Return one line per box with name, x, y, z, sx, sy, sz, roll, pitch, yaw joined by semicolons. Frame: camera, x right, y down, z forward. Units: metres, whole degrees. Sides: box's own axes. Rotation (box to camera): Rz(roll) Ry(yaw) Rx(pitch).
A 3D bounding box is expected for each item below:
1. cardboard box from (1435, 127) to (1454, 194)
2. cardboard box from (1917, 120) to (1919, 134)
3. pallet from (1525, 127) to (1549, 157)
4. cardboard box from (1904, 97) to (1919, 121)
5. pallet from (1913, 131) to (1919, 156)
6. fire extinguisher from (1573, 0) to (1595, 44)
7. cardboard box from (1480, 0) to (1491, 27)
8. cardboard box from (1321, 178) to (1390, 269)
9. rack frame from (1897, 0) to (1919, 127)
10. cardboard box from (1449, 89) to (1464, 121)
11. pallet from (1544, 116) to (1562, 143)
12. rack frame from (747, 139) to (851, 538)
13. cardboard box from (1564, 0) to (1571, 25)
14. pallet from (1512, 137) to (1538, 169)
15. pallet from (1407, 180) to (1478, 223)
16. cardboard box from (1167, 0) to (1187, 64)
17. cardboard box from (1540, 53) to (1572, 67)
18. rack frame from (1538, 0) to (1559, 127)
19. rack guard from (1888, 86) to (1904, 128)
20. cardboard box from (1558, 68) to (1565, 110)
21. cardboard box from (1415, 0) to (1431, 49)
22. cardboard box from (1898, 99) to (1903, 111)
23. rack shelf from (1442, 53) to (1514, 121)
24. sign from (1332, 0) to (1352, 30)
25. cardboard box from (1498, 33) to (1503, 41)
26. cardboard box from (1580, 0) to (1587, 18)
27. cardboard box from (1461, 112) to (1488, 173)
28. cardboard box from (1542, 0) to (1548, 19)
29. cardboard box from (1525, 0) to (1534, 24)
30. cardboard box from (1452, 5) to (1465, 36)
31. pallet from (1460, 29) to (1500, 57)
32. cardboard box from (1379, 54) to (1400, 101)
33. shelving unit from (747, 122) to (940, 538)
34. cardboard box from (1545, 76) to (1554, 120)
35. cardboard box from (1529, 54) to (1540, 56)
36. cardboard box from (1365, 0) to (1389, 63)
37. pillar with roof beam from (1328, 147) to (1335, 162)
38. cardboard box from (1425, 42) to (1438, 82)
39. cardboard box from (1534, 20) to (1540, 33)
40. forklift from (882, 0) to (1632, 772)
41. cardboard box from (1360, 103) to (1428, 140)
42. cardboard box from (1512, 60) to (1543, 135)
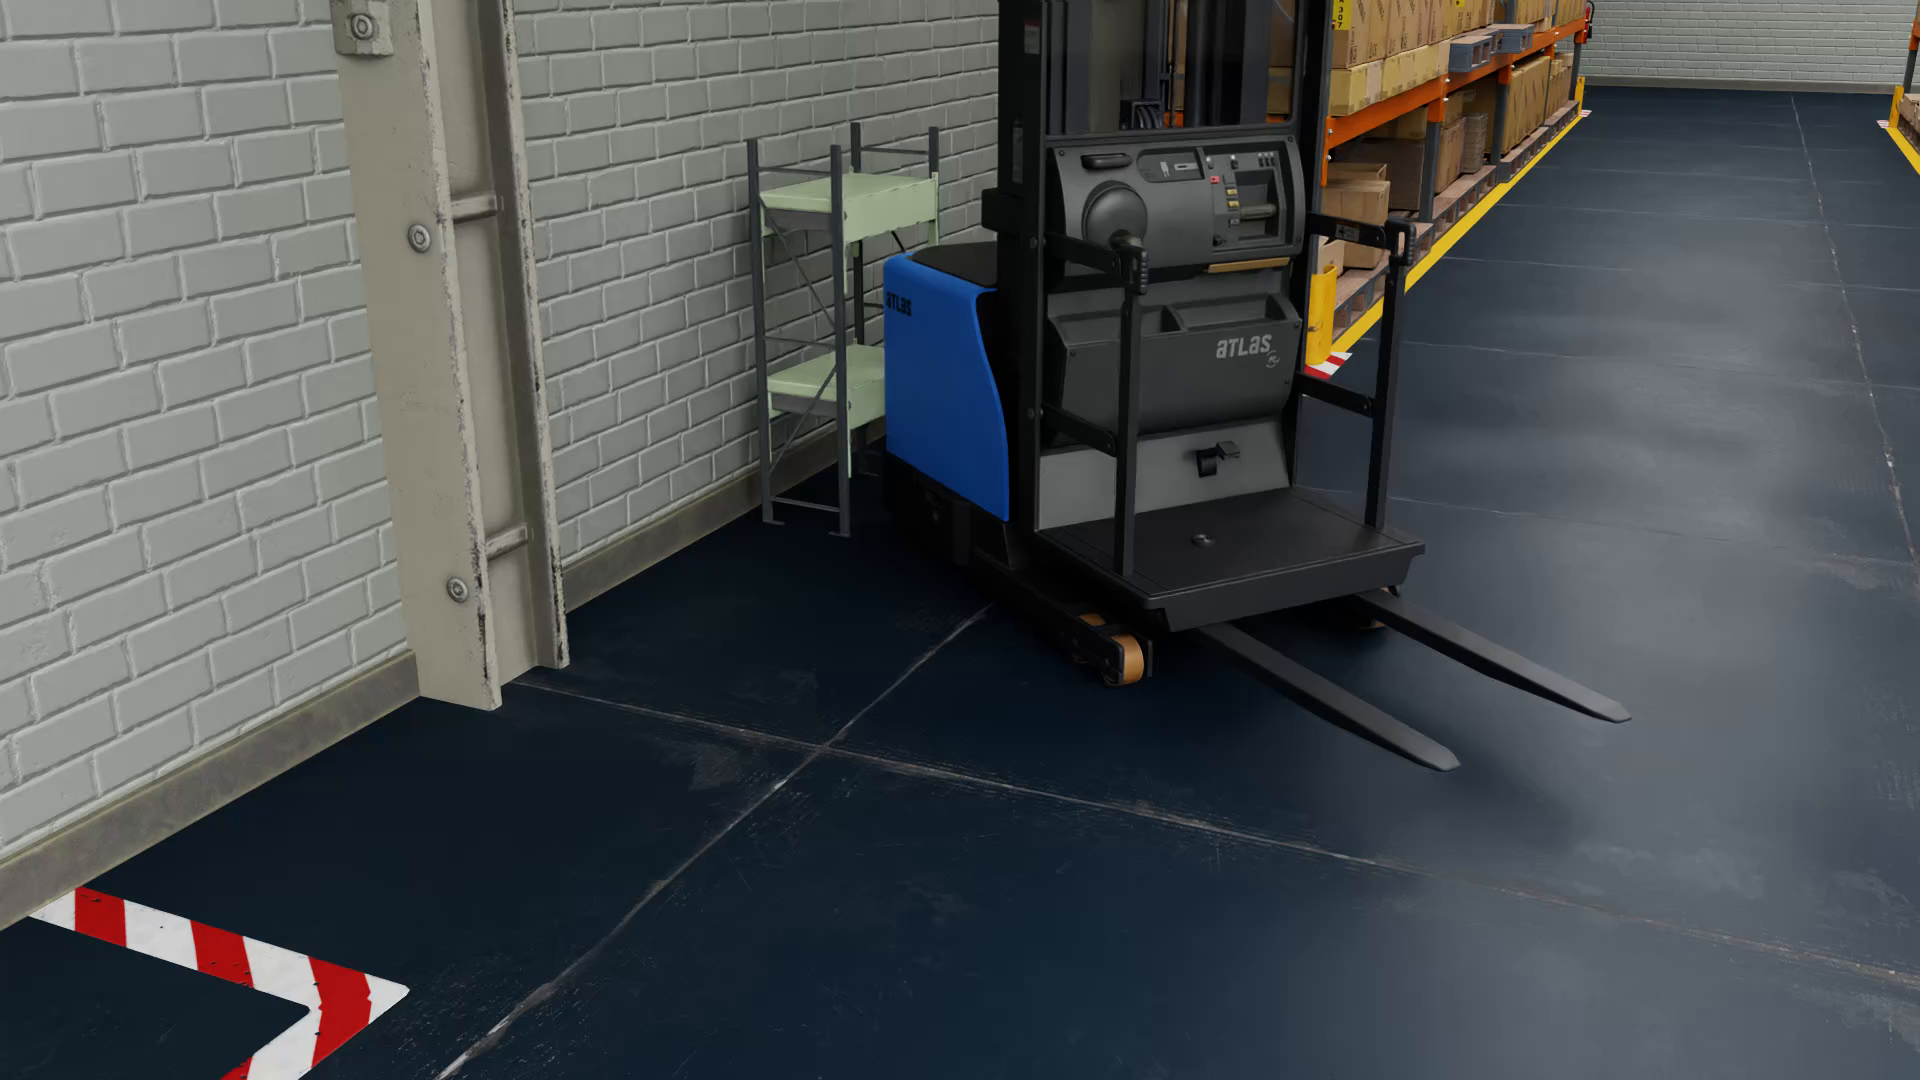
cardboard box;3.821;-3.275;14.275;0.700;0.500;0.500;9;21;23
cardboard box;10.895;-4.713;18.318;0.500;0.500;0.500;9;21;23
pallet;6.152;-4.589;19.056;1.003;0.211;1.213;9;21;23
cardboard box;11.667;-5.172;19.981;0.500;0.250;0.500;9;21;23
pallet;11.202;-4.366;18.430;1.003;0.211;1.213;9;21;23
fire extinguisher;8.520;-7.142;22.747;0.296;0.674;0.183;9;21;23
cardboard box;4.374;-4.861;14.854;0.700;0.500;0.500;6;21;18
cardboard box;2.431;-2.101;10.973;0.700;0.500;0.500;7;21;19
rack frame;12.558;-6.693;20.812;1.000;3.000;0.127;9;21;23
cardboard box;4.224;-3.916;14.958;0.500;0.250;0.500;9;21;24
pallet;6.782;-5.056;20.372;1.003;0.211;1.213;9;21;23
rack frame;-0.610;-0.750;6.339;0.400;1.500;0.023;10;22;26
cardboard box;6.940;-6.676;20.316;0.980;0.700;0.700;8;21;21
pallet;5.654;-4.214;18.004;1.003;0.211;1.213;9;21;23
pallet;3.939;-3.002;14.594;1.003;0.211;1.213;9;21;23
cardboard box;1.485;-2.946;9.350;0.500;0.500;0.500;8;21;22
cardboard box;7.852;-6.327;21.918;0.380;0.149;0.250;9;22;24
rack frame;6.400;-6.149;19.281;1.000;3.000;0.127;9;21;23
rack guard;12.527;-5.492;21.165;1.175;0.500;0.348;9;21;23
cardboard box;7.432;-5.857;21.565;0.700;0.500;0.500;8;21;21
cardboard box;2.797;-3.502;10.915;0.500;0.500;0.500;8;21;21
cardboard box;12.073;-5.476;20.988;0.380;0.149;0.250;9;21;23
rack shelf;3.943;-3.975;14.244;1.077;0.370;4.000;9;21;23
sign;1.981;-2.814;8.612;0.100;0.325;0.005;9;21;23
cardboard box;5.108;-4.886;16.075;0.380;0.149;0.250;8;21;22
cardboard box;7.838;-7.355;22.227;0.980;0.700;0.700;10;22;25
cardboard box;4.514;-3.728;15.549;0.700;0.500;0.500;9;21;23
cardboard box;6.027;-5.860;17.846;0.500;0.500;0.500;9;21;23
cardboard box;5.417;-5.395;16.538;0.500;0.500;0.500;9;22;24
cardboard box;3.599;-4.278;13.216;0.700;0.500;0.500;11;22;28
pallet;3.988;-4.225;14.158;1.003;0.211;1.213;9;21;23
cardboard box;2.389;-2.840;10.173;0.500;0.250;0.500;8;21;22
shelving unit;-0.438;-0.858;6.643;0.431;1.500;0.755;10;22;26
cardboard box;6.799;-5.383;20.233;0.700;0.500;0.500;9;21;23
cardboard box;7.401;-6.304;21.853;0.380;0.149;0.250;9;21;23
cardboard box;2.167;-3.027;9.578;0.500;0.500;0.500;9;21;23
pillar with roof beam;7.368;-6.883;12.393;9.100;9.000;0.400;9;21;23
cardboard box;2.995;-3.304;11.477;0.500;0.250;0.500;9;21;23
cardboard box;6.075;-5.590;18.055;0.380;0.149;0.250;9;21;23
forklift;0.816;-1.093;5.169;1.130;2.935;3.031;-10;22;-26
cardboard box;3.587;-3.448;13.643;0.500;0.250;0.500;8;21;22
cardboard box;5.891;-4.845;18.197;0.750;0.750;0.750;9;22;24
